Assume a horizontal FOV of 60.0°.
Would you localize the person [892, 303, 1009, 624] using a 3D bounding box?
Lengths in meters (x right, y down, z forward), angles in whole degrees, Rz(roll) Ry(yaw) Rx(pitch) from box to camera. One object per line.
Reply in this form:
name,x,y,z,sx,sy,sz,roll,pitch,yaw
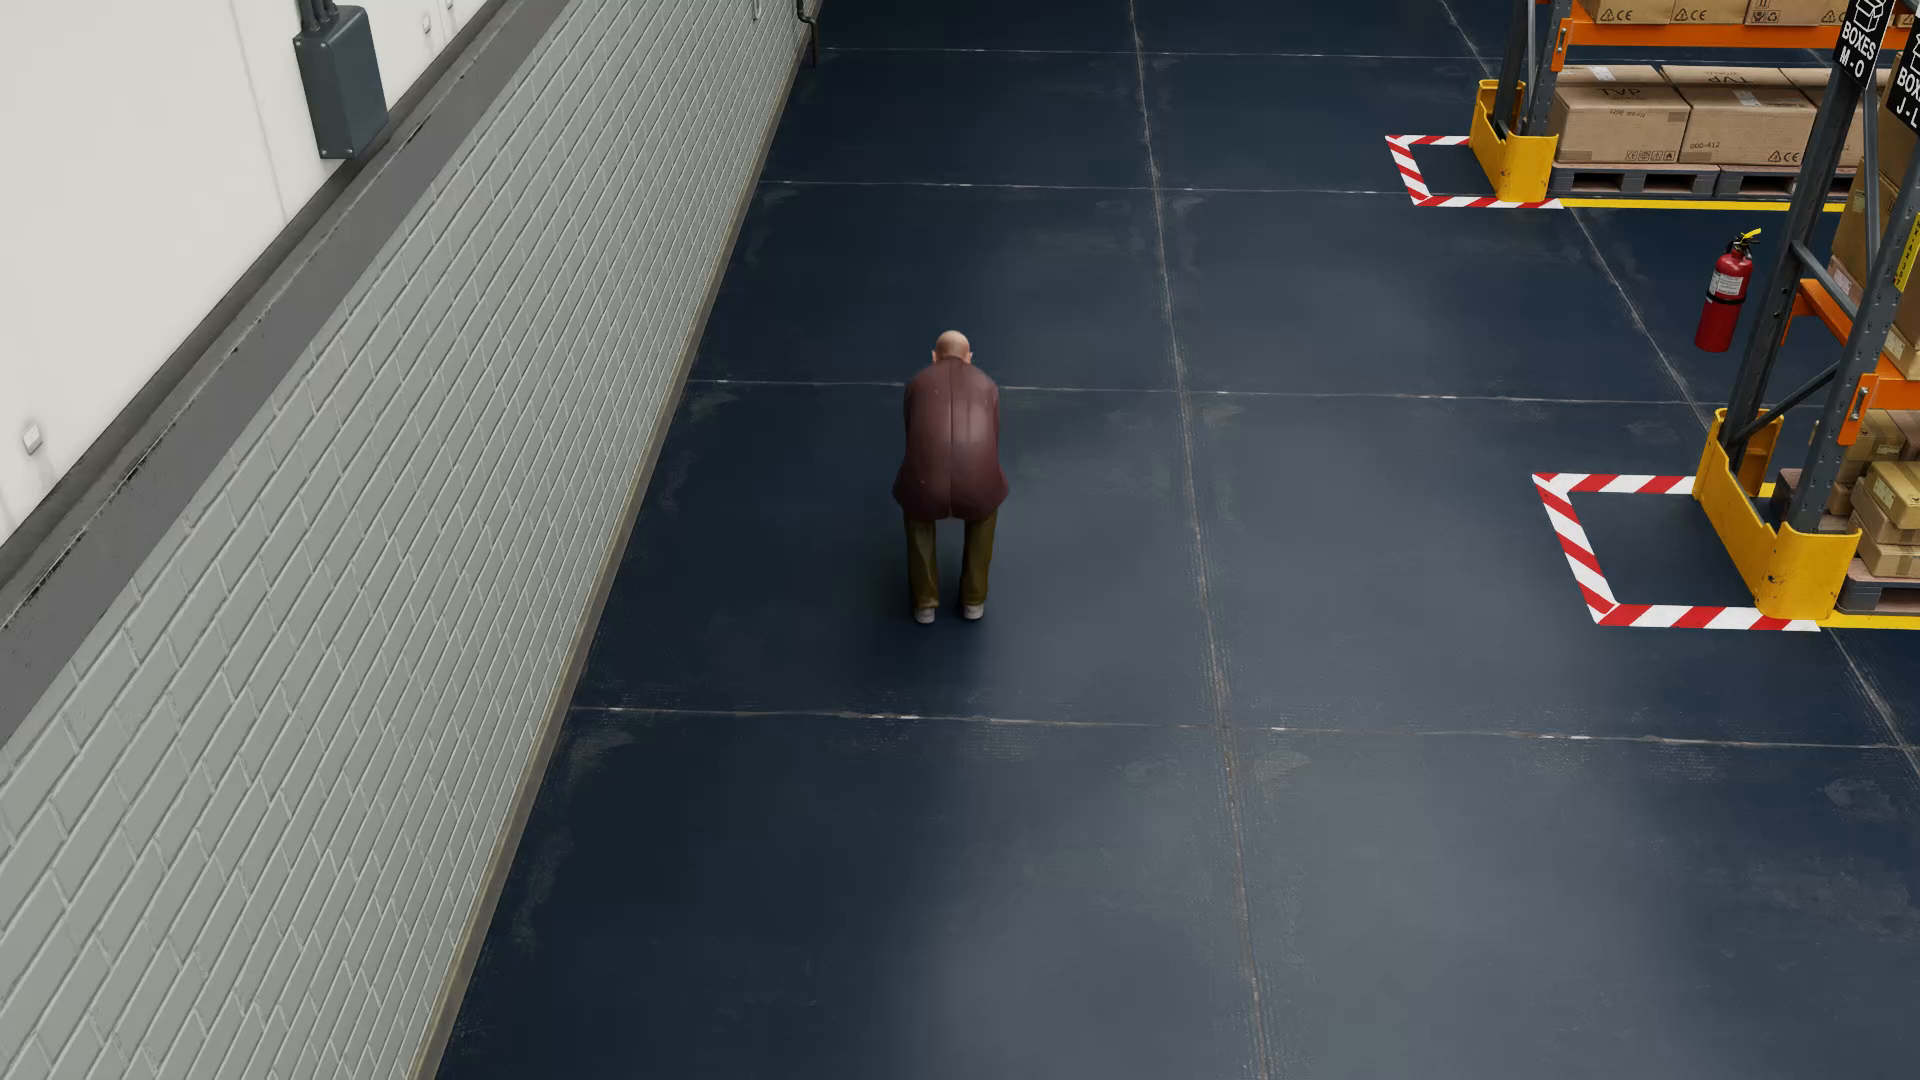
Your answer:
person,-0.041,-0.354,7.991,0.551,1.369,0.891,1,35,1
